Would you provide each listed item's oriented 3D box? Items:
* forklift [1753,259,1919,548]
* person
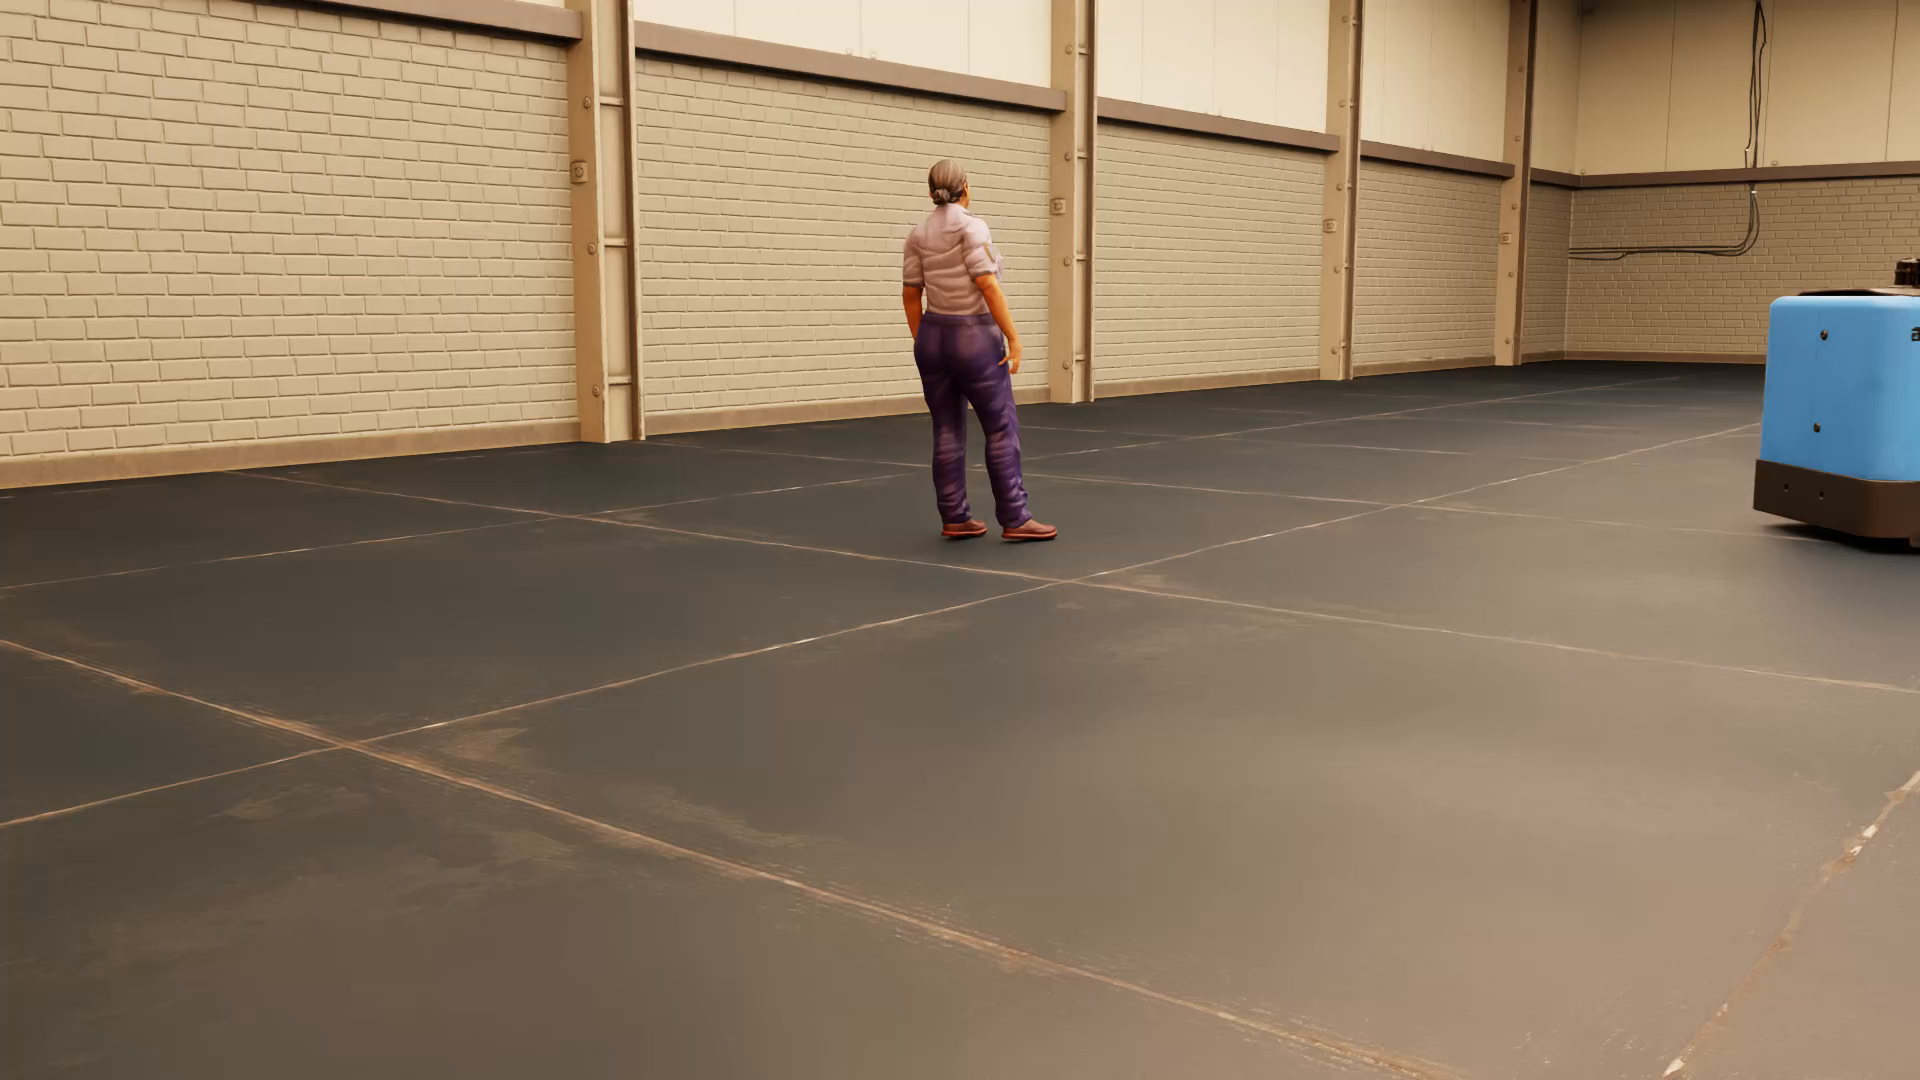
[{"bbox_3d":[5.293,-1.466,7.300,3.031,2.935,1.130,0,8,-1],"label":"forklift"},{"bbox_3d":[0.075,-0.830,7.340,0.598,1.651,0.502,7,11,38],"label":"person"}]
